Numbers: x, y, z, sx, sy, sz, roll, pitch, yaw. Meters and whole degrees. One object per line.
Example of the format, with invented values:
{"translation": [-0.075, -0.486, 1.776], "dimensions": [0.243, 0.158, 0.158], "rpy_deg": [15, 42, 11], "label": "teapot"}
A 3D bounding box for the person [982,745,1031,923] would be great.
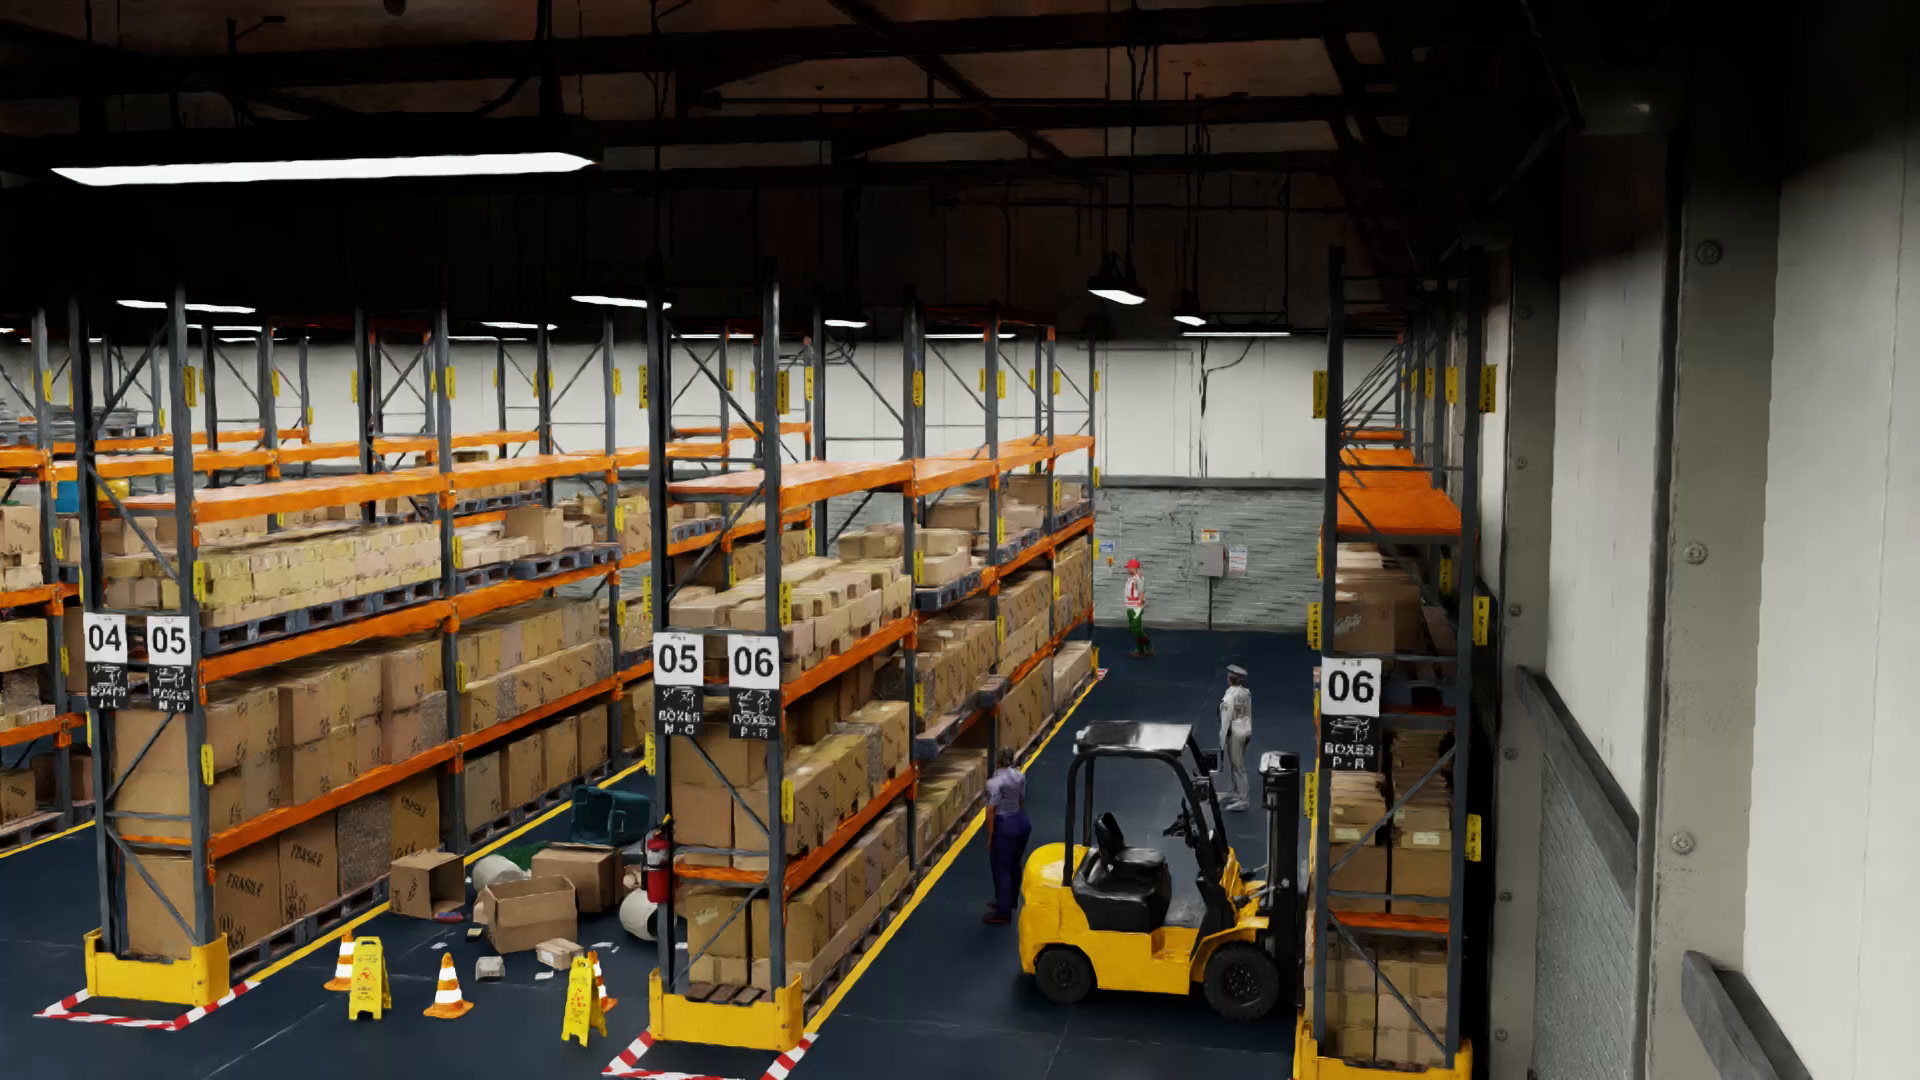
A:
{"translation": [0.398, 2.753, 15.719], "dimensions": [0.470, 1.652, 0.521], "rpy_deg": [6, 8, 44], "label": "person"}

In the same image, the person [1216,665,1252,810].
{"translation": [3.261, 2.323, 19.801], "dimensions": [0.554, 1.663, 0.585], "rpy_deg": [4, 7, 36], "label": "person"}

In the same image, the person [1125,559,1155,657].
{"translation": [3.241, 1.234, 30.031], "dimensions": [0.458, 1.779, 0.704], "rpy_deg": [-2, 6, -19], "label": "person"}
